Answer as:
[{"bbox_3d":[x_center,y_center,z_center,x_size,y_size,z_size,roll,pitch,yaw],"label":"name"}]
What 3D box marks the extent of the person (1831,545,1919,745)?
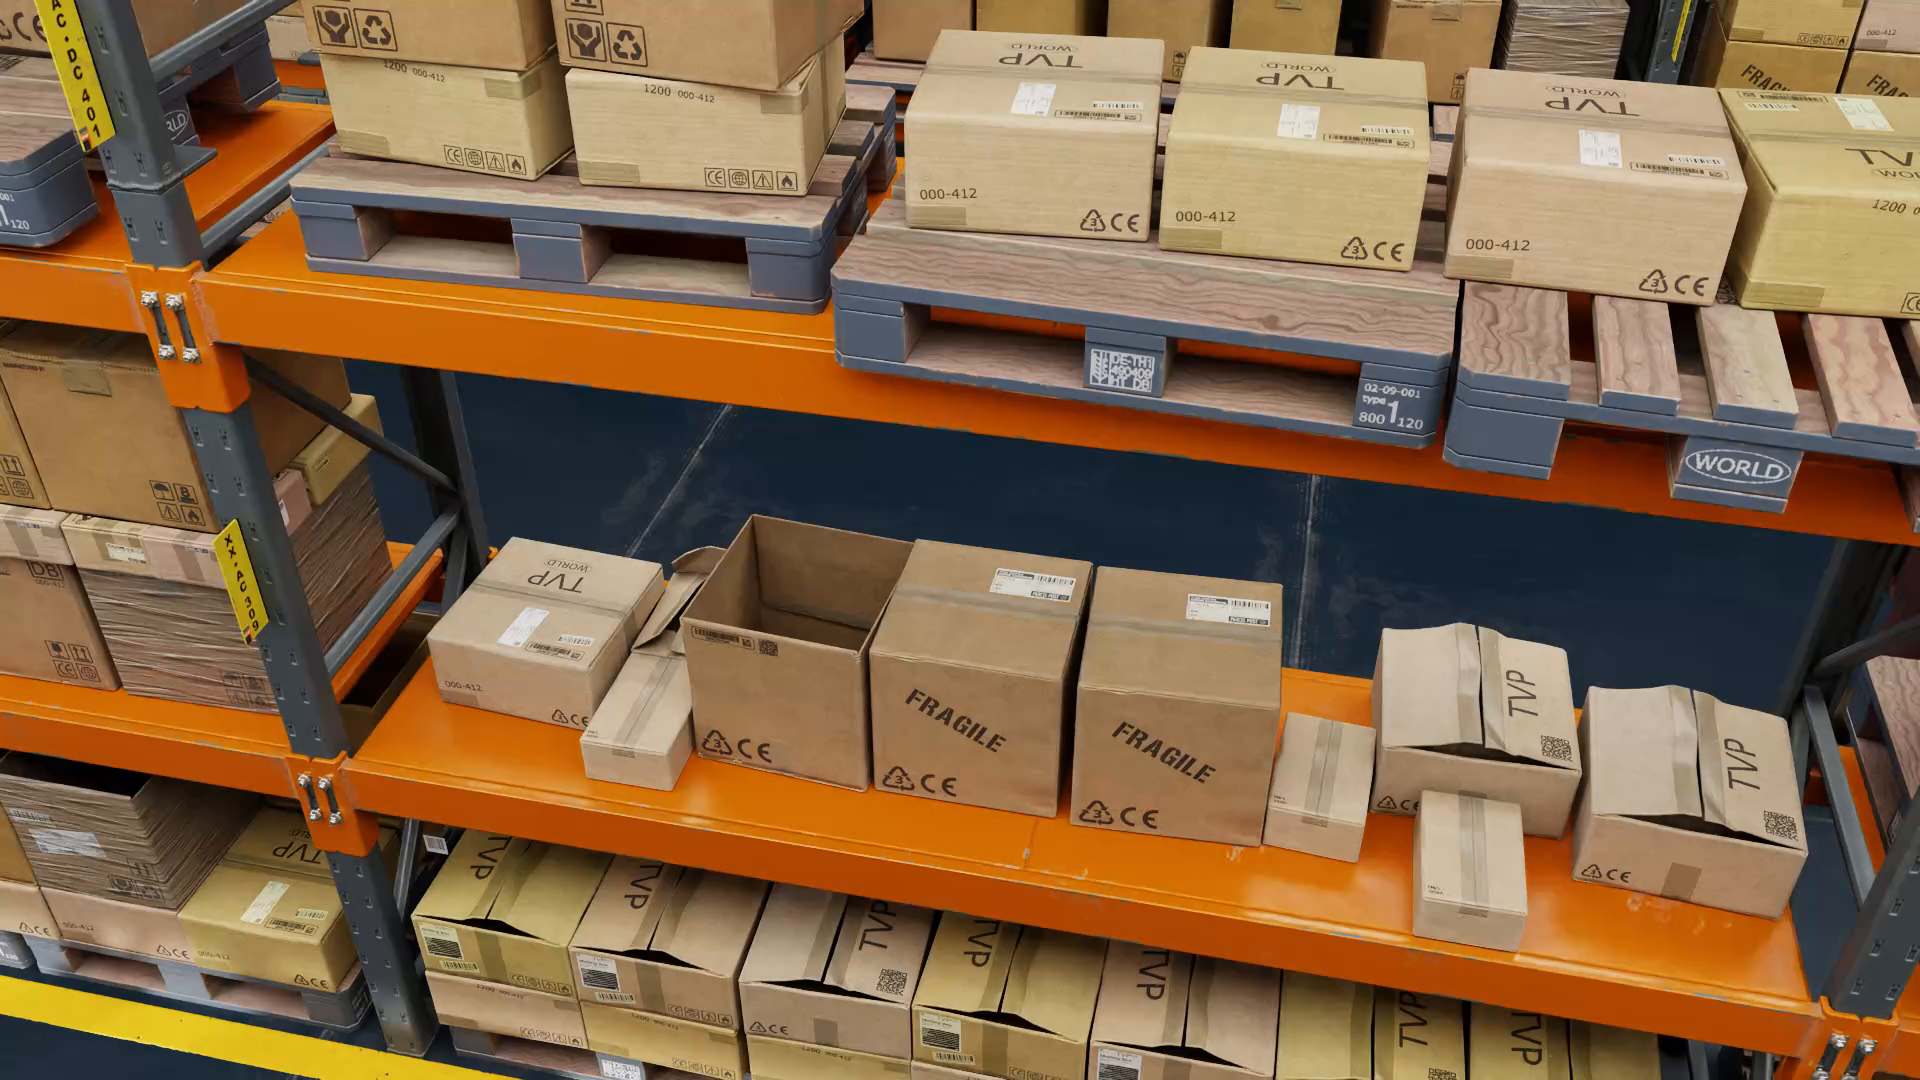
[{"bbox_3d":[3.504,0.212,5.866,1.038,1.732,0.562,4,36,5],"label":"person"}]
